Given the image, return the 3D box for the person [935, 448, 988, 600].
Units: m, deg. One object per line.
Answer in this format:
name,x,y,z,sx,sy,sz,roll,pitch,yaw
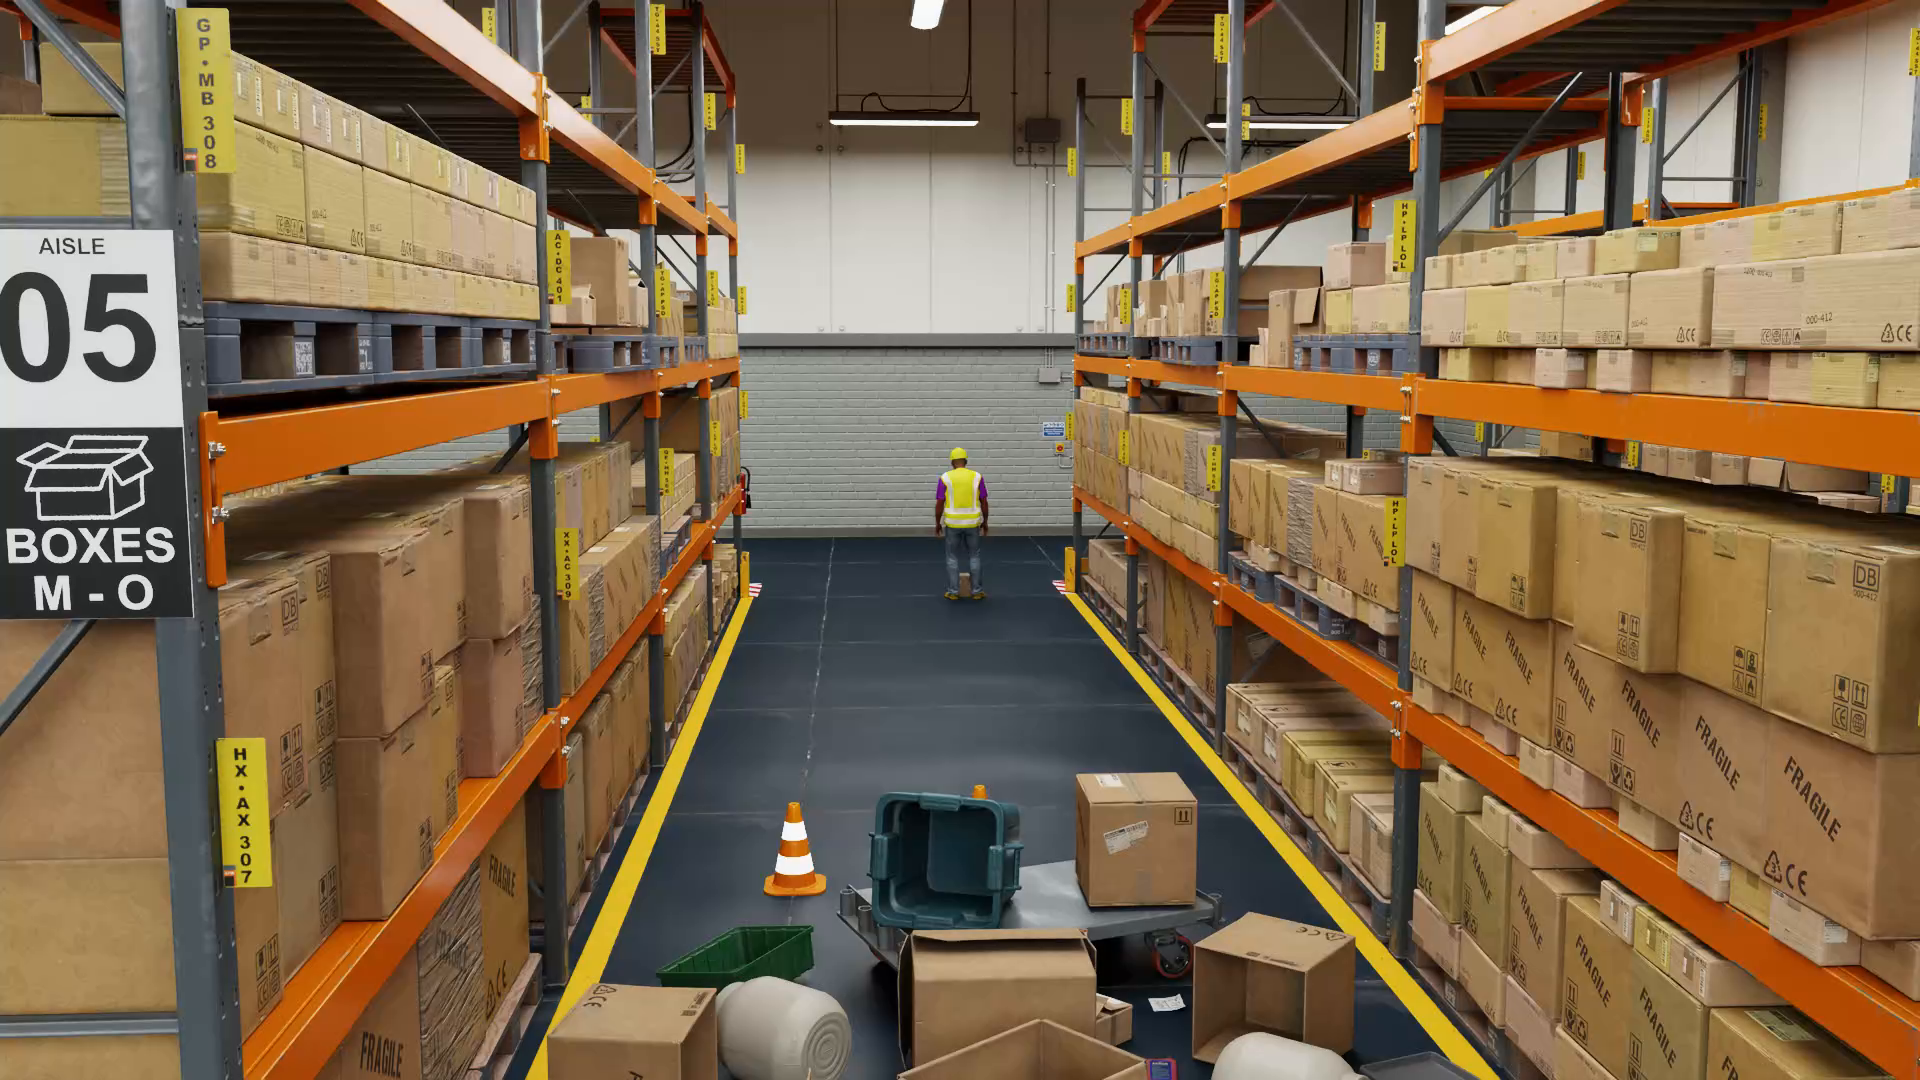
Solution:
person,0.017,-0.191,19.272,0.629,1.759,0.460,-1,7,-7
